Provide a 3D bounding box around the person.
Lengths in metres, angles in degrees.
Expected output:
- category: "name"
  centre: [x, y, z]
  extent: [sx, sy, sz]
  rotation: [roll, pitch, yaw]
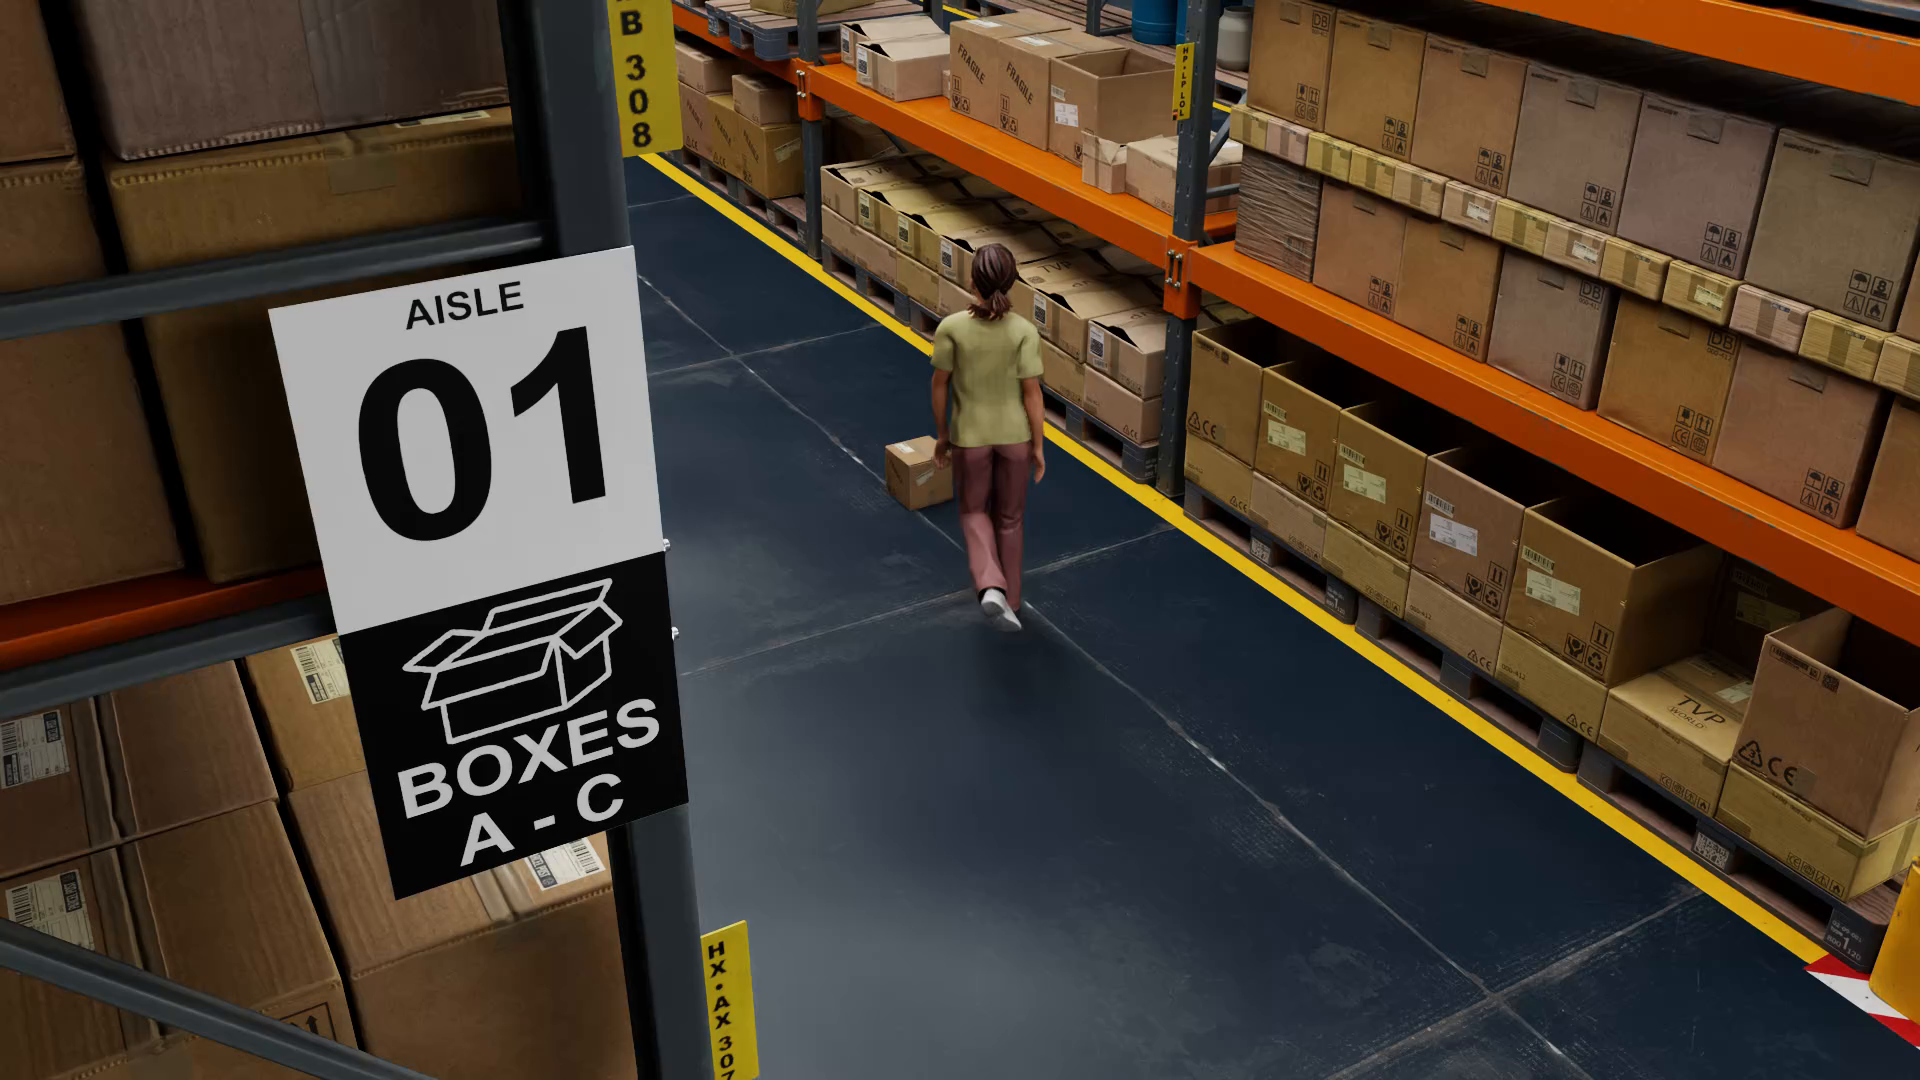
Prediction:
- category: "person"
  centre: [0.106, -0.351, 6.742]
  extent: [0.476, 1.655, 0.613]
  rotation: [3, 29, 6]
